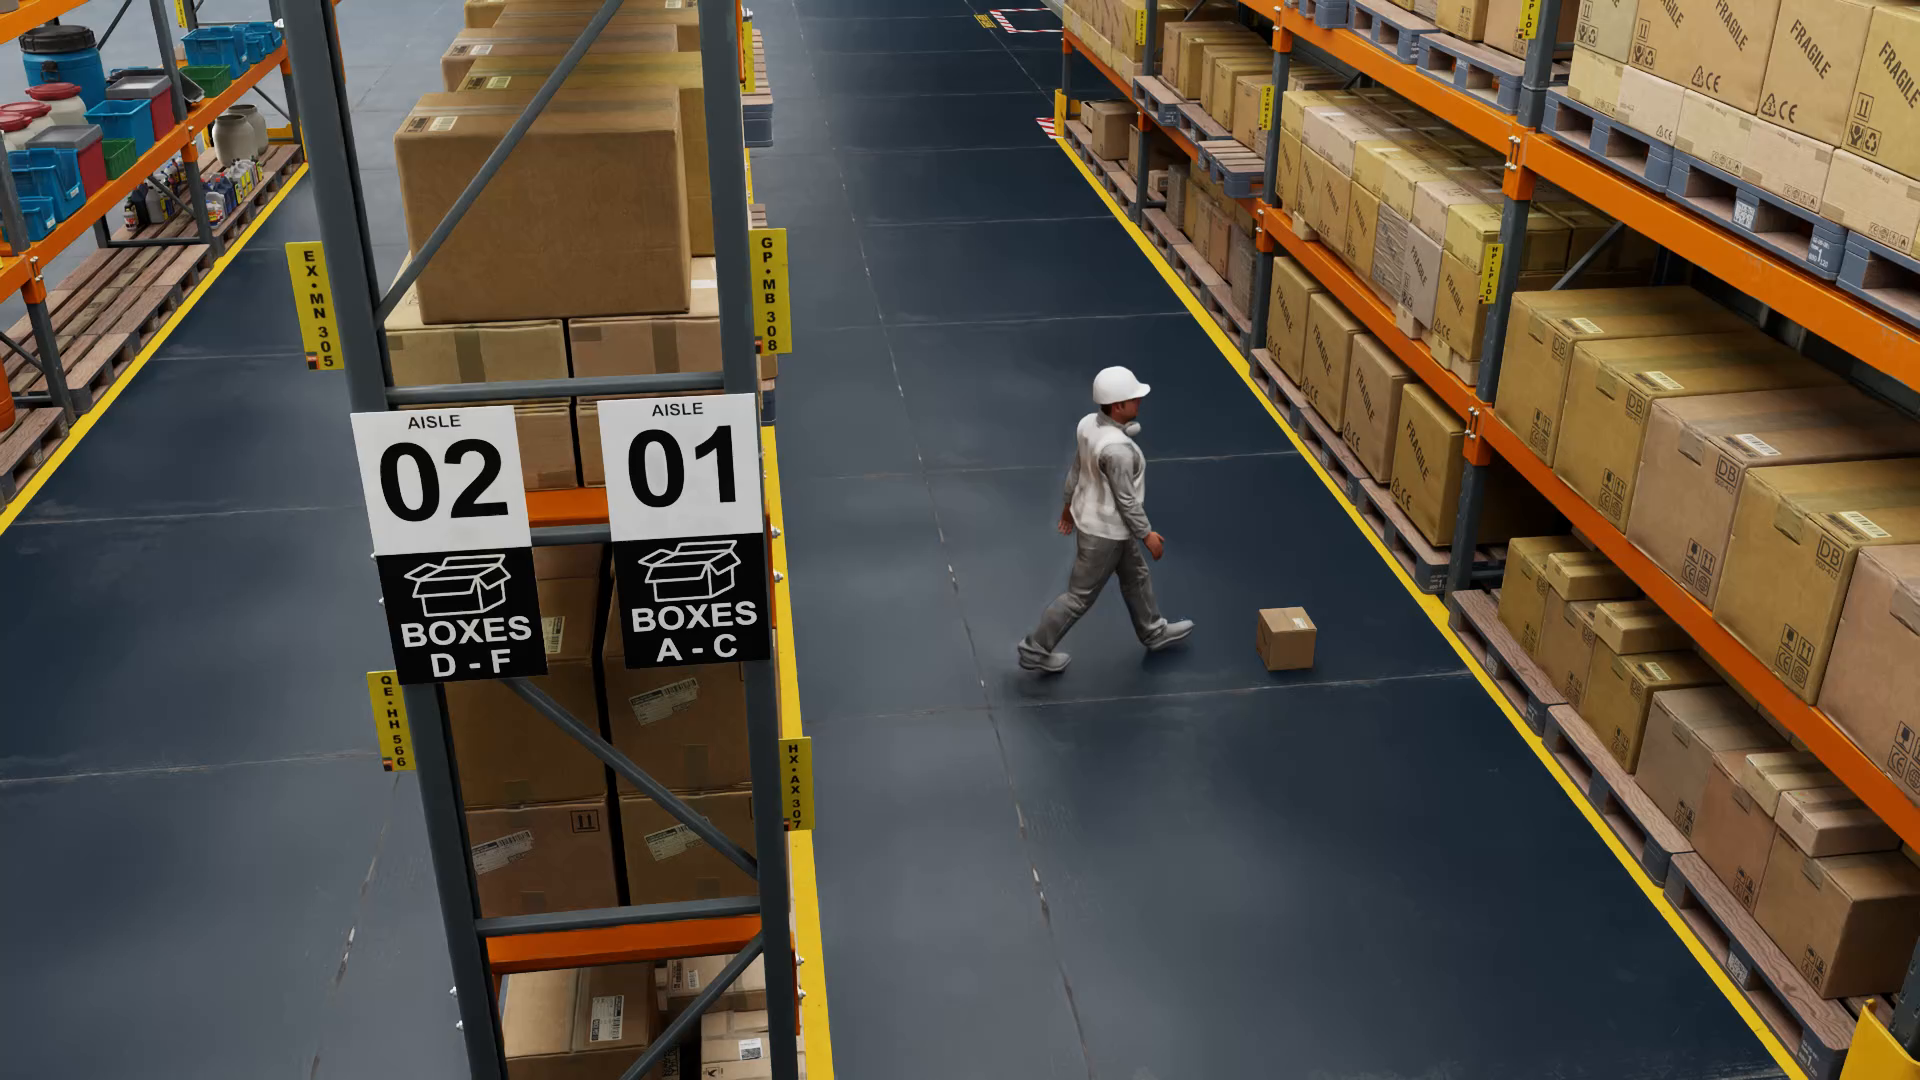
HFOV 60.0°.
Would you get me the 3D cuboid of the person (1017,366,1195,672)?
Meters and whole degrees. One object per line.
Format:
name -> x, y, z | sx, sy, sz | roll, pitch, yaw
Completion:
person -> 0.818, -0.100, 8.807 | 1.040, 1.724, 0.568 | -3, 27, -6
